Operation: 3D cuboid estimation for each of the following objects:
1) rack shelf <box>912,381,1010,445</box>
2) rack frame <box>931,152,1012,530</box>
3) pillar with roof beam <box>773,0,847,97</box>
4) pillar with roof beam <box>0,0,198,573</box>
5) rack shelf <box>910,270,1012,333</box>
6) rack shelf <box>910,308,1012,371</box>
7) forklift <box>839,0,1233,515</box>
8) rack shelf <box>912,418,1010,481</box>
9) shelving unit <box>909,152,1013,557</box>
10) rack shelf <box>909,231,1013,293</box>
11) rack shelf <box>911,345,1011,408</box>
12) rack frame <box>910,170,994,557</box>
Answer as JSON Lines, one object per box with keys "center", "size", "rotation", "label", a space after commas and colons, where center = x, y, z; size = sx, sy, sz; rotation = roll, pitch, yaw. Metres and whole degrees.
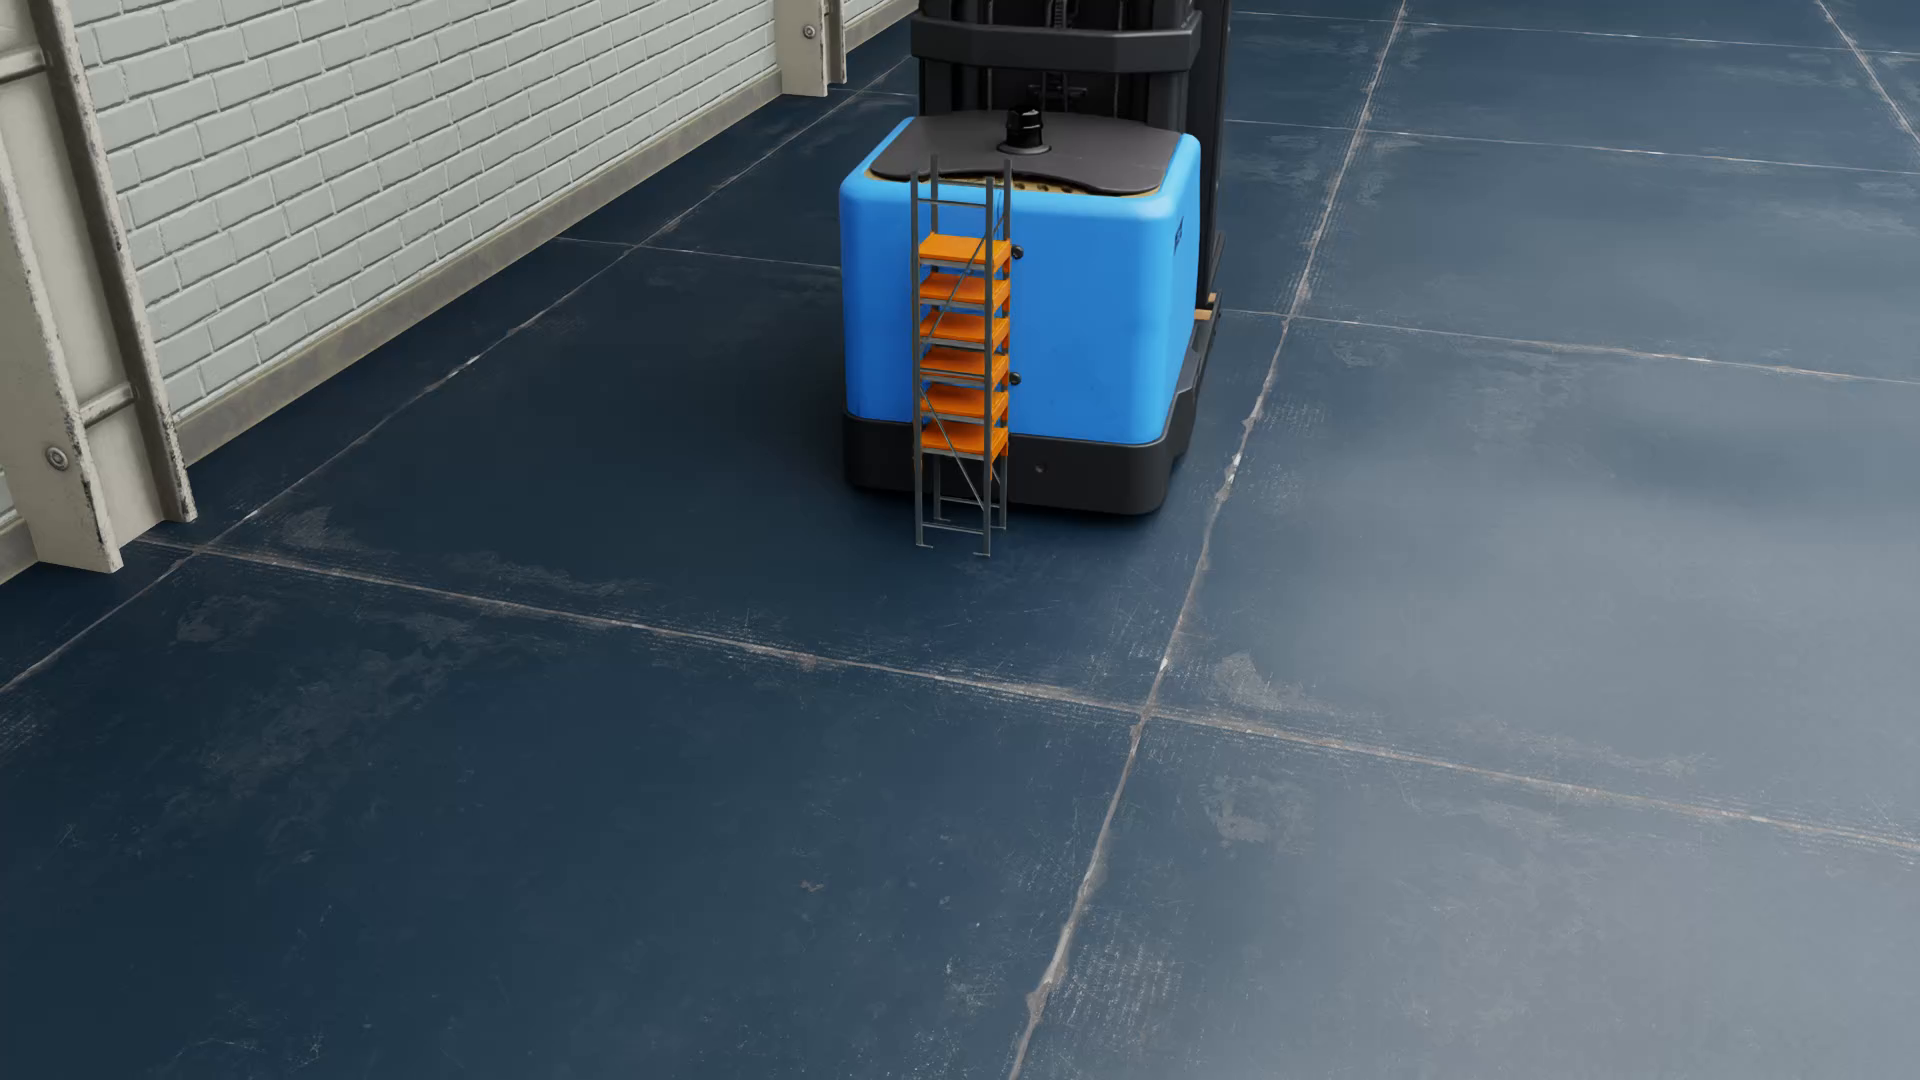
{"center": [0.004, -0.387, 5.050], "size": [0.258, 0.103, 0.180], "rotation": [8, 30, 15], "label": "rack shelf"}
{"center": [0.031, -0.574, 5.047], "size": [0.240, 1.200, 0.006], "rotation": [8, 30, 15], "label": "rack frame"}
{"center": [3.203, -6.118, 6.991], "size": [9.100, 9.000, 0.400], "rotation": [8, 30, 15], "label": "pillar with roof beam"}
{"center": [1.441, -3.330, 1.979], "size": [9.100, 9.000, 0.400], "rotation": [8, 30, 15], "label": "pillar with roof beam"}
{"center": [0.004, -0.702, 4.875], "size": [0.258, 0.103, 0.180], "rotation": [8, 30, 15], "label": "rack shelf"}
{"center": [0.004, -0.597, 4.934], "size": [0.258, 0.103, 0.180], "rotation": [8, 30, 15], "label": "rack shelf"}
{"center": [0.449, -2.060, 5.938], "size": [1.130, 2.935, 3.031], "rotation": [6, 30, 11], "label": "forklift"}
{"center": [0.004, -0.282, 5.109], "size": [0.258, 0.103, 0.180], "rotation": [8, 30, 15], "label": "rack shelf"}
{"center": [0.004, -0.531, 4.970], "size": [0.258, 1.200, 0.189], "rotation": [8, 30, 15], "label": "shelving unit"}
{"center": [0.004, -0.807, 4.817], "size": [0.258, 0.103, 0.180], "rotation": [8, 30, 15], "label": "rack shelf"}
{"center": [0.004, -0.492, 4.992], "size": [0.258, 0.103, 0.180], "rotation": [8, 30, 15], "label": "rack shelf"}
{"center": [-0.023, -0.489, 4.894], "size": [0.240, 1.200, 0.006], "rotation": [8, 30, 15], "label": "rack frame"}
